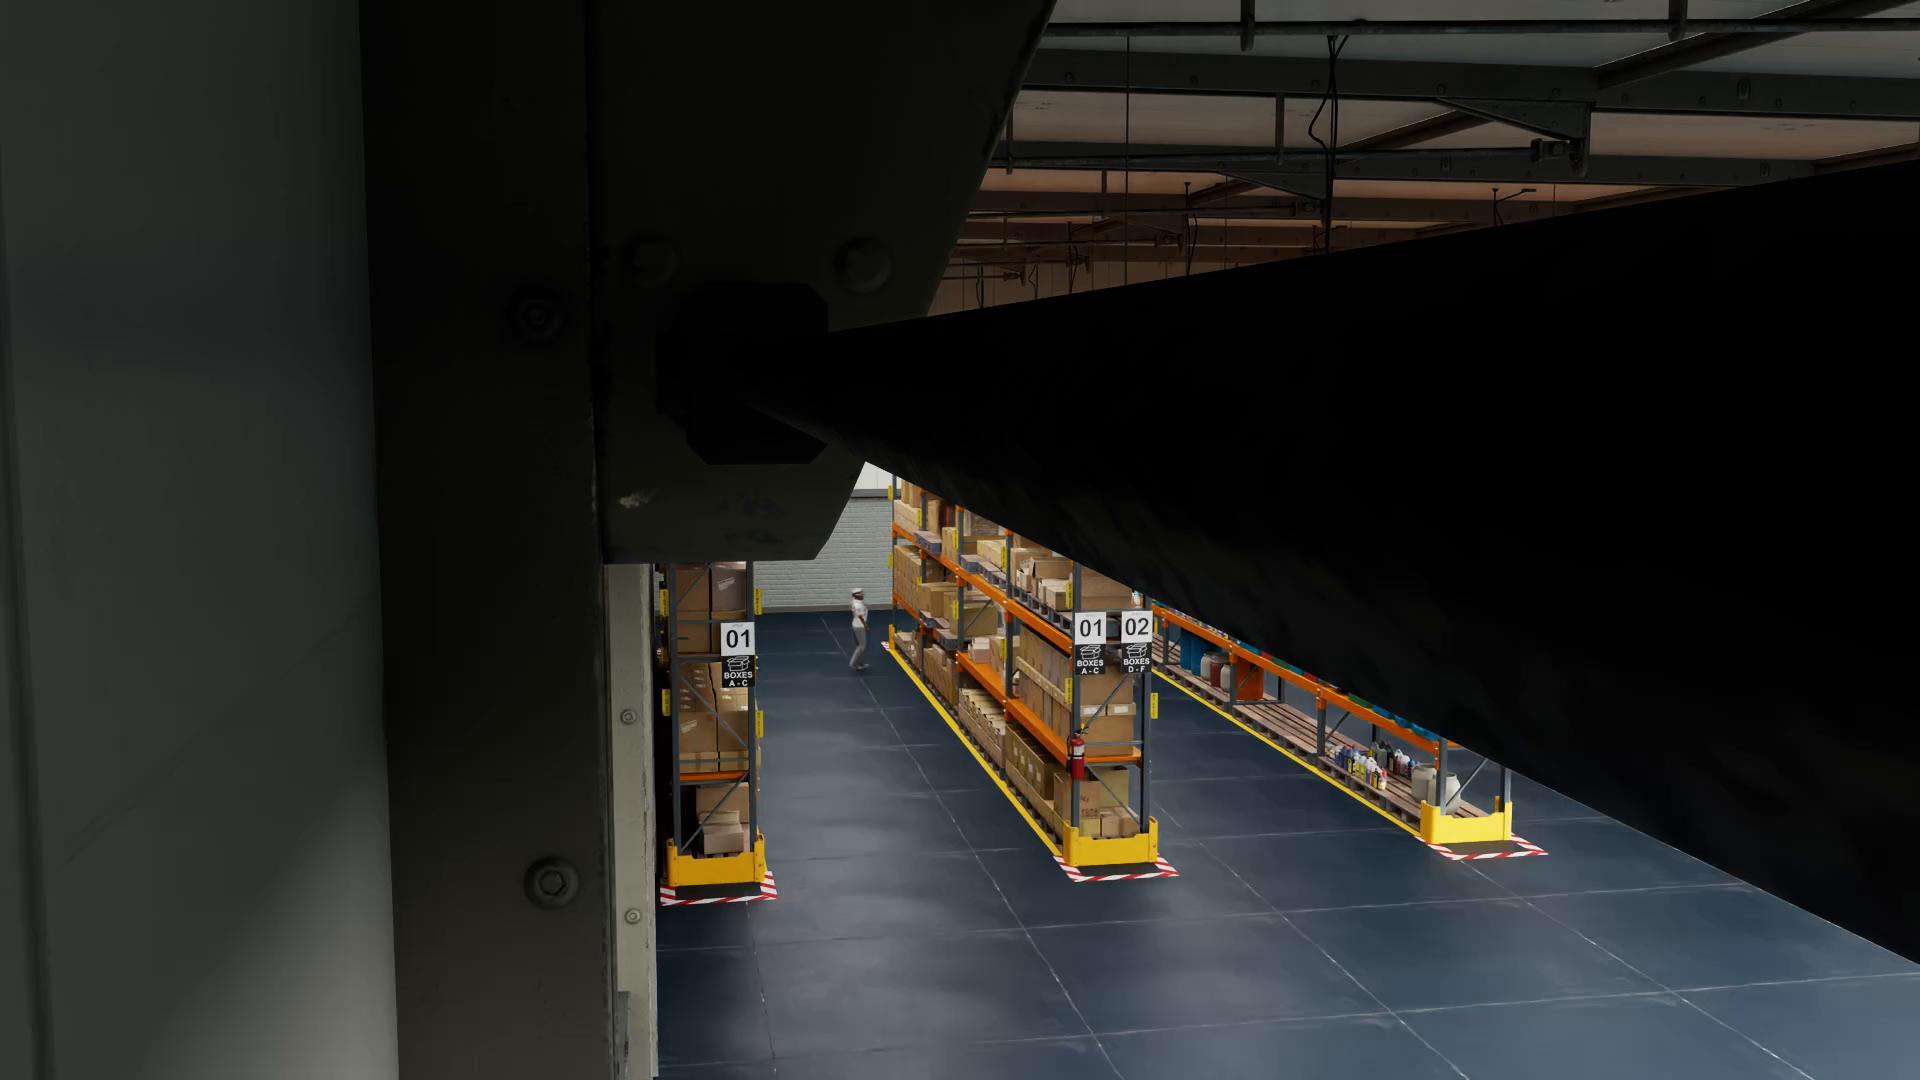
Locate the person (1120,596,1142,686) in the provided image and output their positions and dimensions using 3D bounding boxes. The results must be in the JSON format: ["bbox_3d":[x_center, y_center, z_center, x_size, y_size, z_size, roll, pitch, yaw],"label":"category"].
[{"bbox_3d":[3.255,1.949,31.386,0.573,1.786,0.577,3,7,28],"label":"person"}]

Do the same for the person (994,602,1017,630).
[{"bbox_3d":[1.058,1.562,36.265,0.561,1.729,1.066,-2,6,-14],"label":"person"}]

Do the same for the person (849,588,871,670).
[{"bbox_3d":[-2.048,1.816,34.038,0.451,1.679,0.524,-1,6,-5],"label":"person"}]
